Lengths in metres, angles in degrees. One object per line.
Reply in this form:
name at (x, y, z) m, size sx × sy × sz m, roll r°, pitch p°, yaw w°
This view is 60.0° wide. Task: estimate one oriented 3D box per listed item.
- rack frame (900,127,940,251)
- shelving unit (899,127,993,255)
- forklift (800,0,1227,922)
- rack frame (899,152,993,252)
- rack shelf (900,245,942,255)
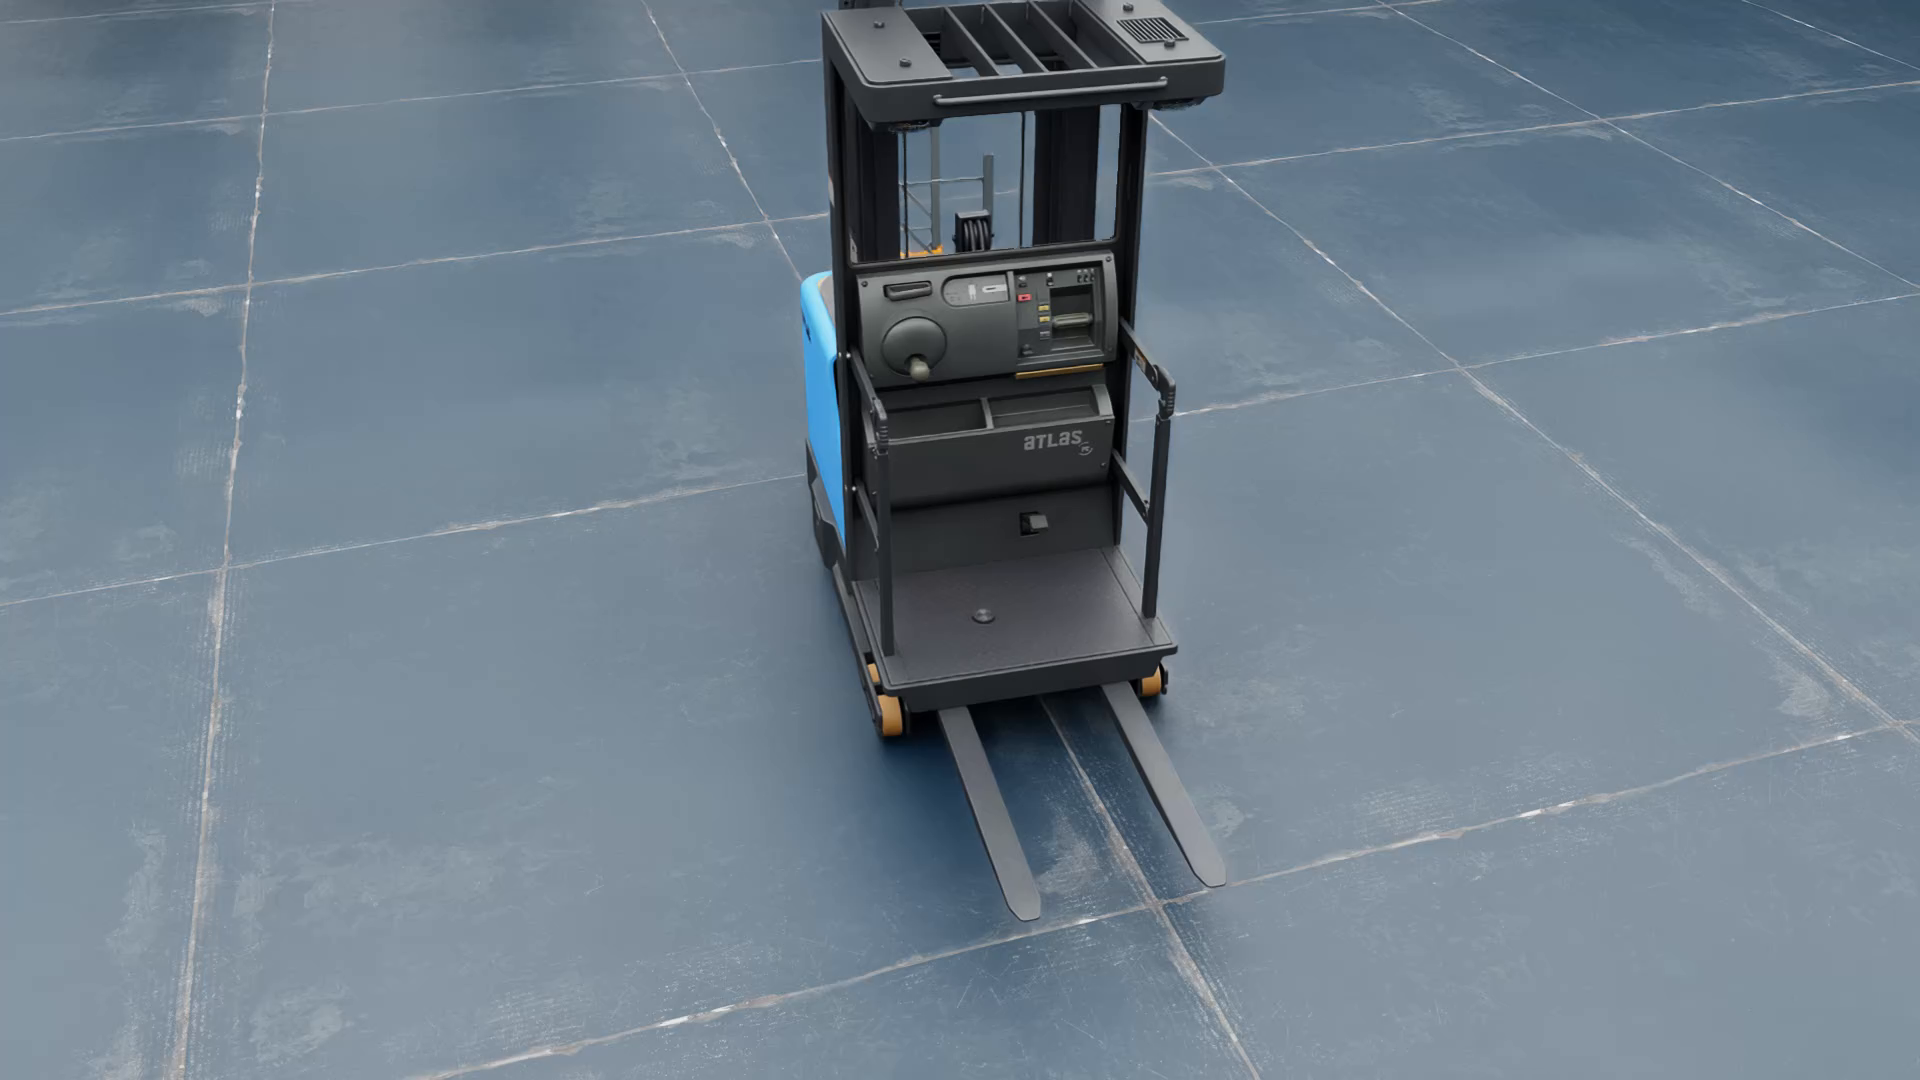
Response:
rack frame at (-0.345, -1.515, 8.182) m, size 0.500 × 1.500 × 0.032 m, roll -8°, pitch 34°, yaw -11°
shelving unit at (-0.228, -1.247, 7.777) m, size 0.587 × 1.500 × 1.083 m, roll -8°, pitch 34°, yaw -11°
forklift at (0.157, -0.726, 5.690) m, size 1.130 × 2.935 × 3.031 m, roll -8°, pitch 34°, yaw -11°
rack frame at (-0.106, -0.970, 7.358) m, size 0.500 × 1.500 × 0.032 m, roll -8°, pitch 34°, yaw -11°
rack shelf at (-0.225, -1.092, 7.869) m, size 0.538 × 0.185 × 1.000 m, roll -8°, pitch 34°, yaw -11°
